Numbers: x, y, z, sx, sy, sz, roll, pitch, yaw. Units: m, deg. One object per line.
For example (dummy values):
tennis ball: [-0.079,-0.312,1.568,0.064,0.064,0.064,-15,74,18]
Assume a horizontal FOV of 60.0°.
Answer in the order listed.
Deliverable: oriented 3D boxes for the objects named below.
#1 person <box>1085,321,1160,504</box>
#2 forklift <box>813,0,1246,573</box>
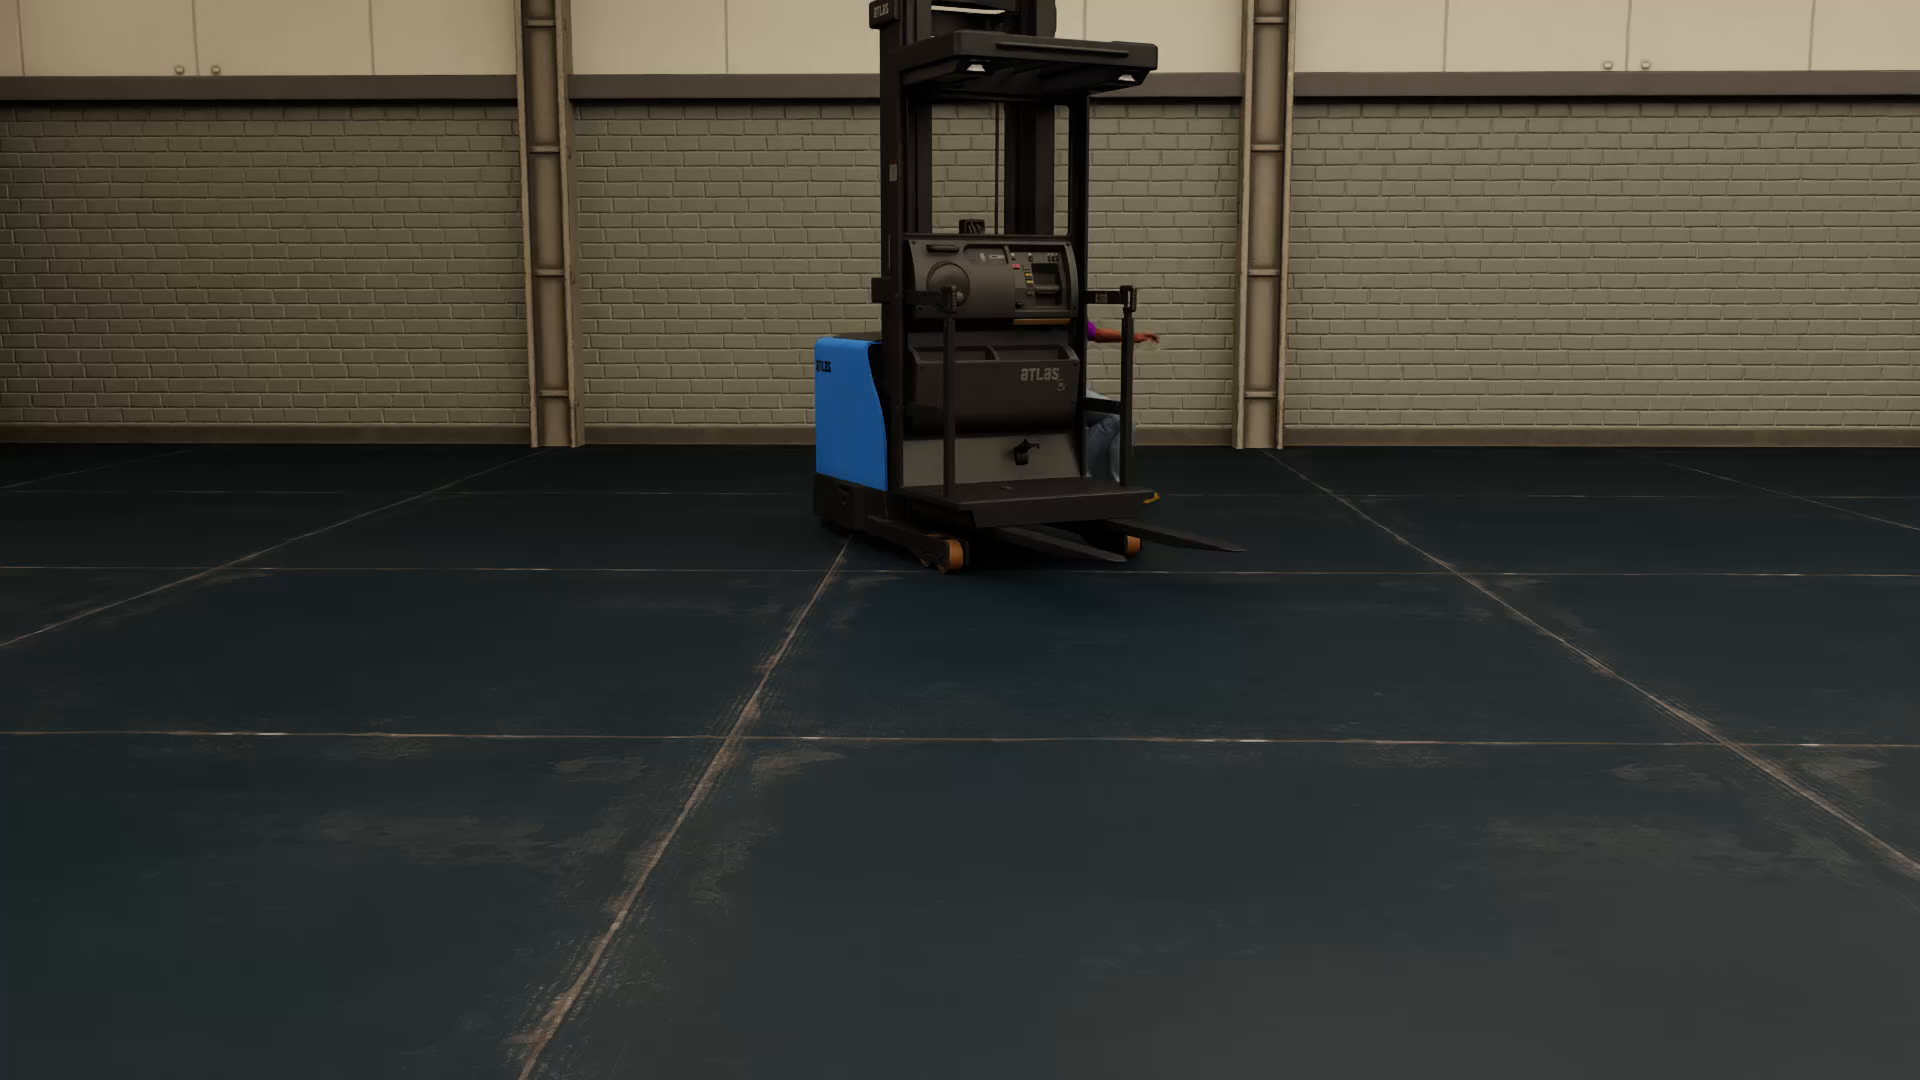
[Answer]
person: [0.788,-0.953,10.239,0.847,1.524,1.140,3,9,18]
forklift: [0.272,-1.366,8.241,1.130,2.935,3.031,-4,10,-26]
